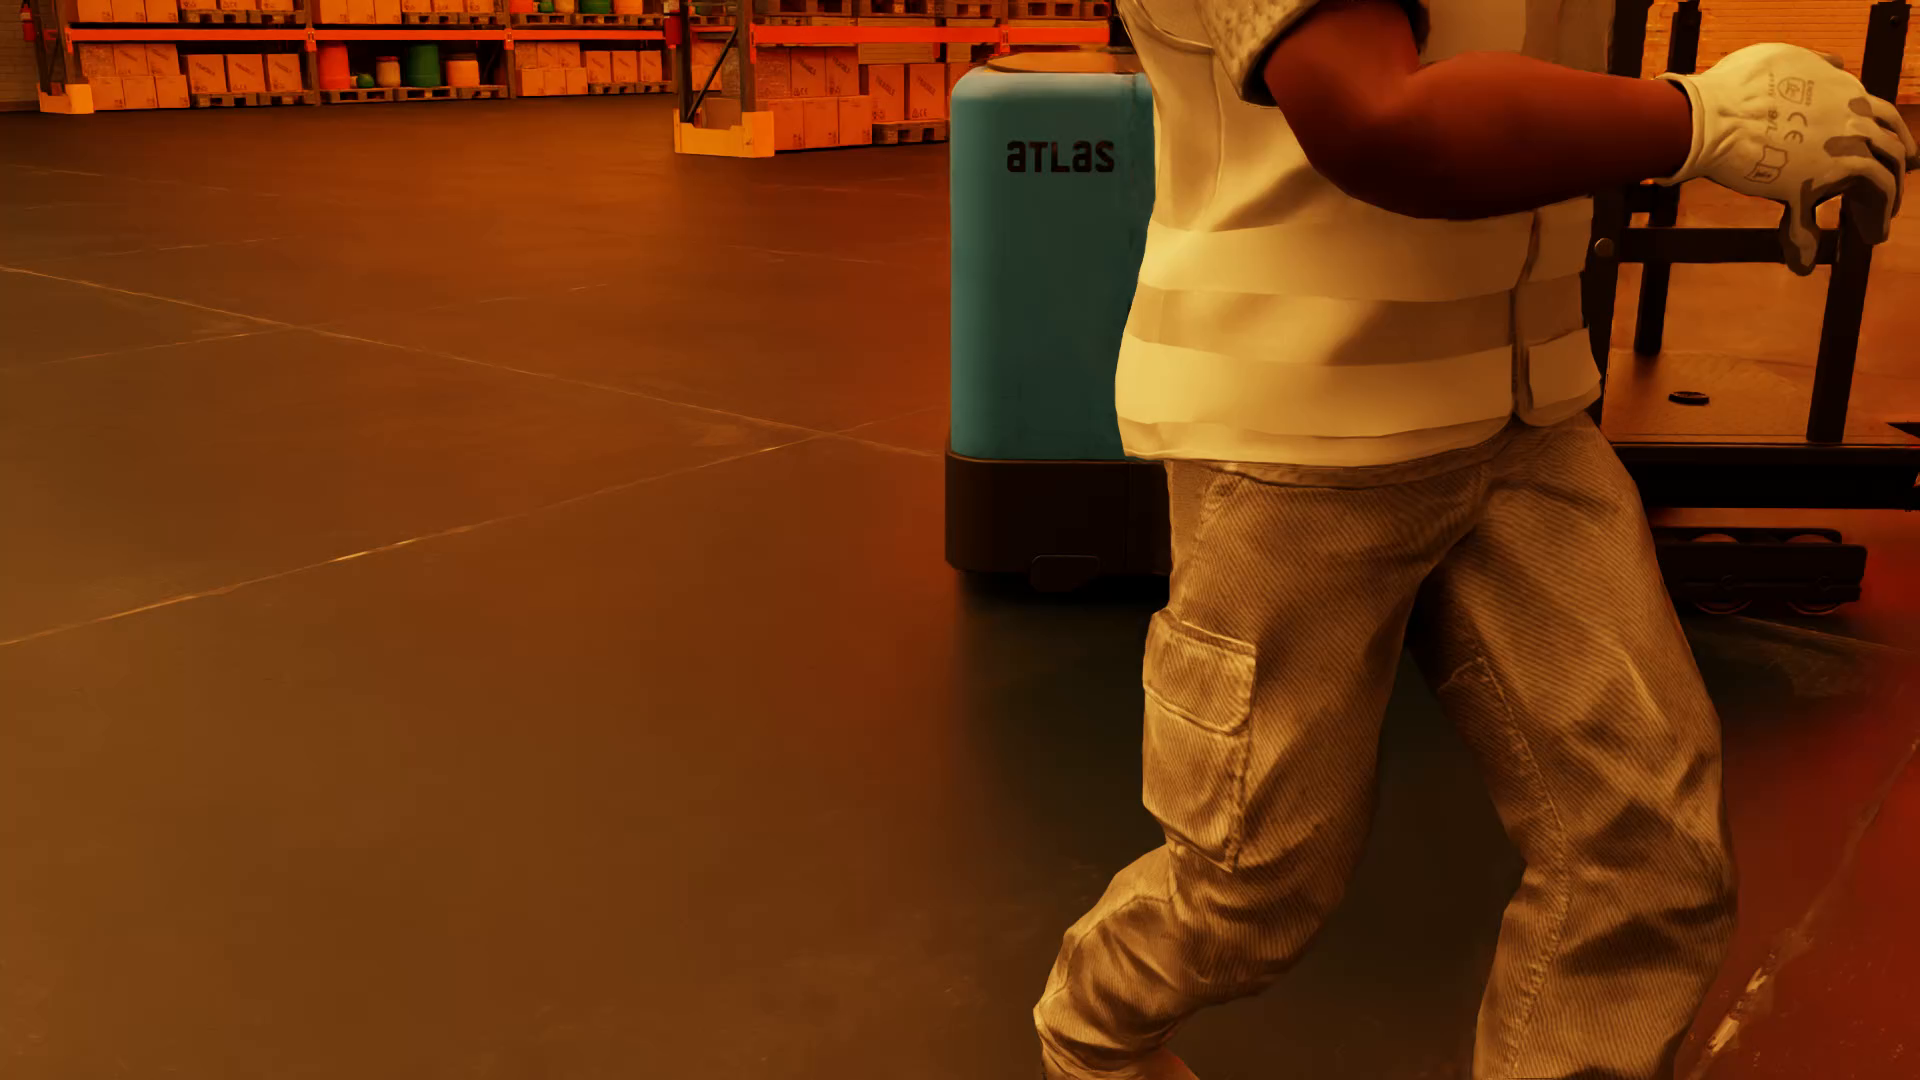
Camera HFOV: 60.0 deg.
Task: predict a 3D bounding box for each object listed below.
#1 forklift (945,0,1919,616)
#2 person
[{"bbox_3d":[1.496,-1.403,3.518,3.031,2.935,1.130,1,17,2],"label":"forklift"},{"bbox_3d":[0.343,-0.095,1.389,0.571,1.721,0.992,-12,20,-34],"label":"person"}]
